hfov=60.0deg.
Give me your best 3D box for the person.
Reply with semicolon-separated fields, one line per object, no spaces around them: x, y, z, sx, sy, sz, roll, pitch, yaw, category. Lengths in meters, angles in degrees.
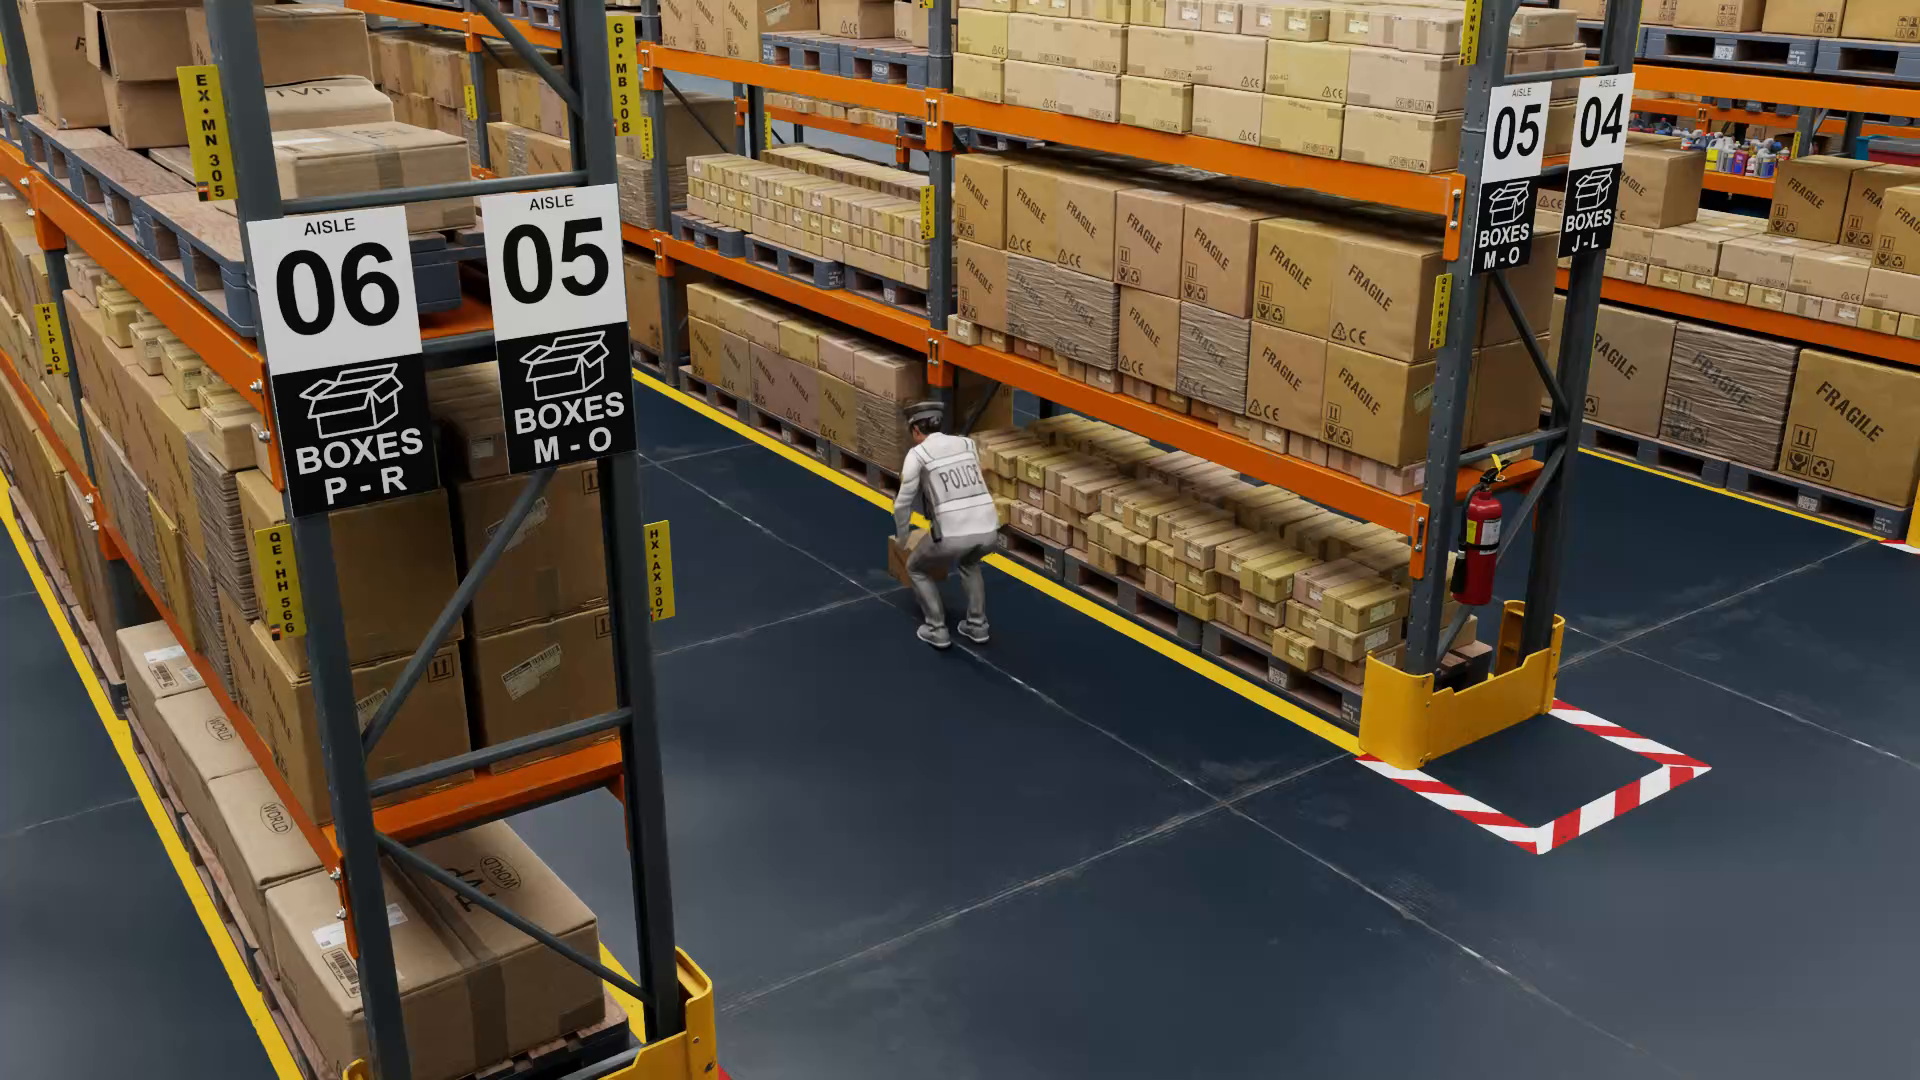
-0.090;-0.076;9.217;0.535;1.349;0.722;-10;24;-24;person
